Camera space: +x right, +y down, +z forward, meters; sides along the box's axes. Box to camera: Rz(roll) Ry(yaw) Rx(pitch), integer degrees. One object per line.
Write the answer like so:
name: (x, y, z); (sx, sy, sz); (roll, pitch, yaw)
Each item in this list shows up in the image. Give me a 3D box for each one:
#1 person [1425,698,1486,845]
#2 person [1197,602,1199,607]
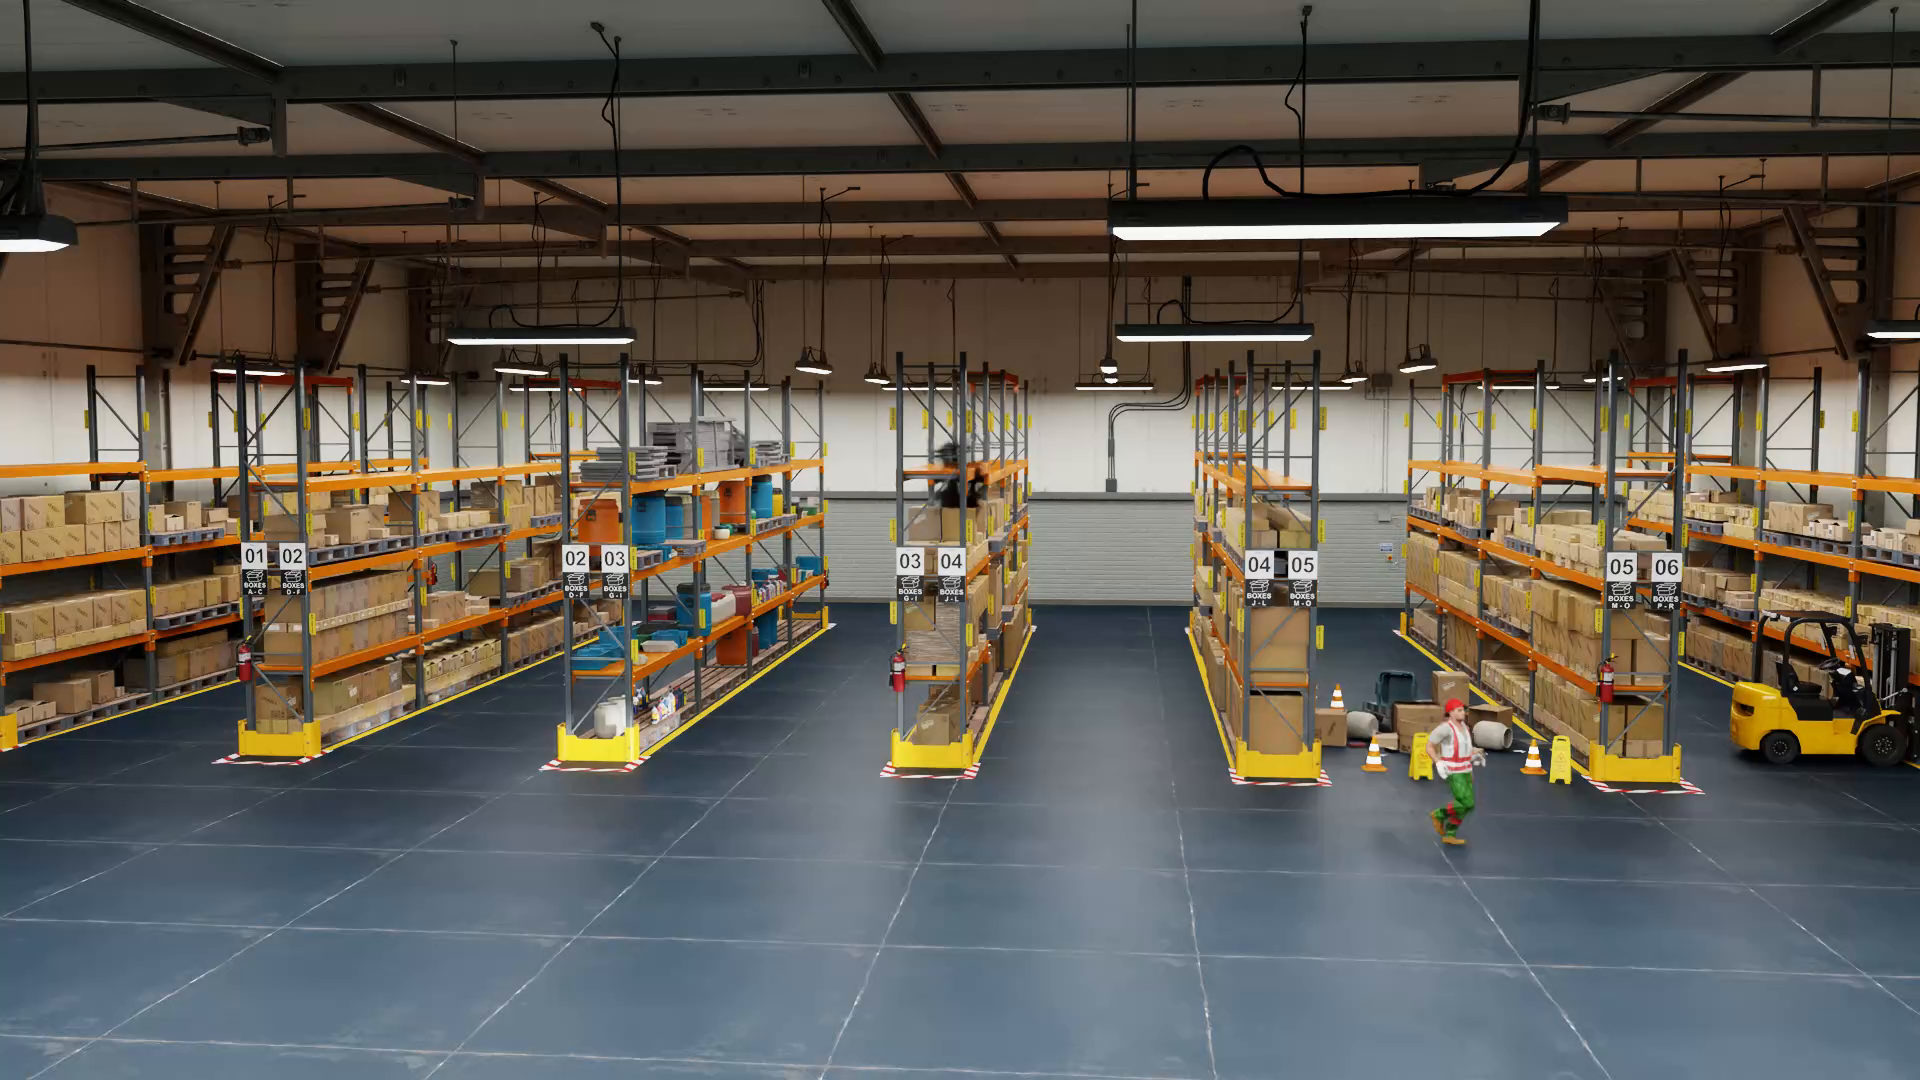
person: (5.887, 2.743, 19.617); (0.664, 1.745, 0.583); (-3, 5, -40)
person: (6.084, 1.255, 40.767); (0.832, 1.697, 0.821); (1, 4, 8)
